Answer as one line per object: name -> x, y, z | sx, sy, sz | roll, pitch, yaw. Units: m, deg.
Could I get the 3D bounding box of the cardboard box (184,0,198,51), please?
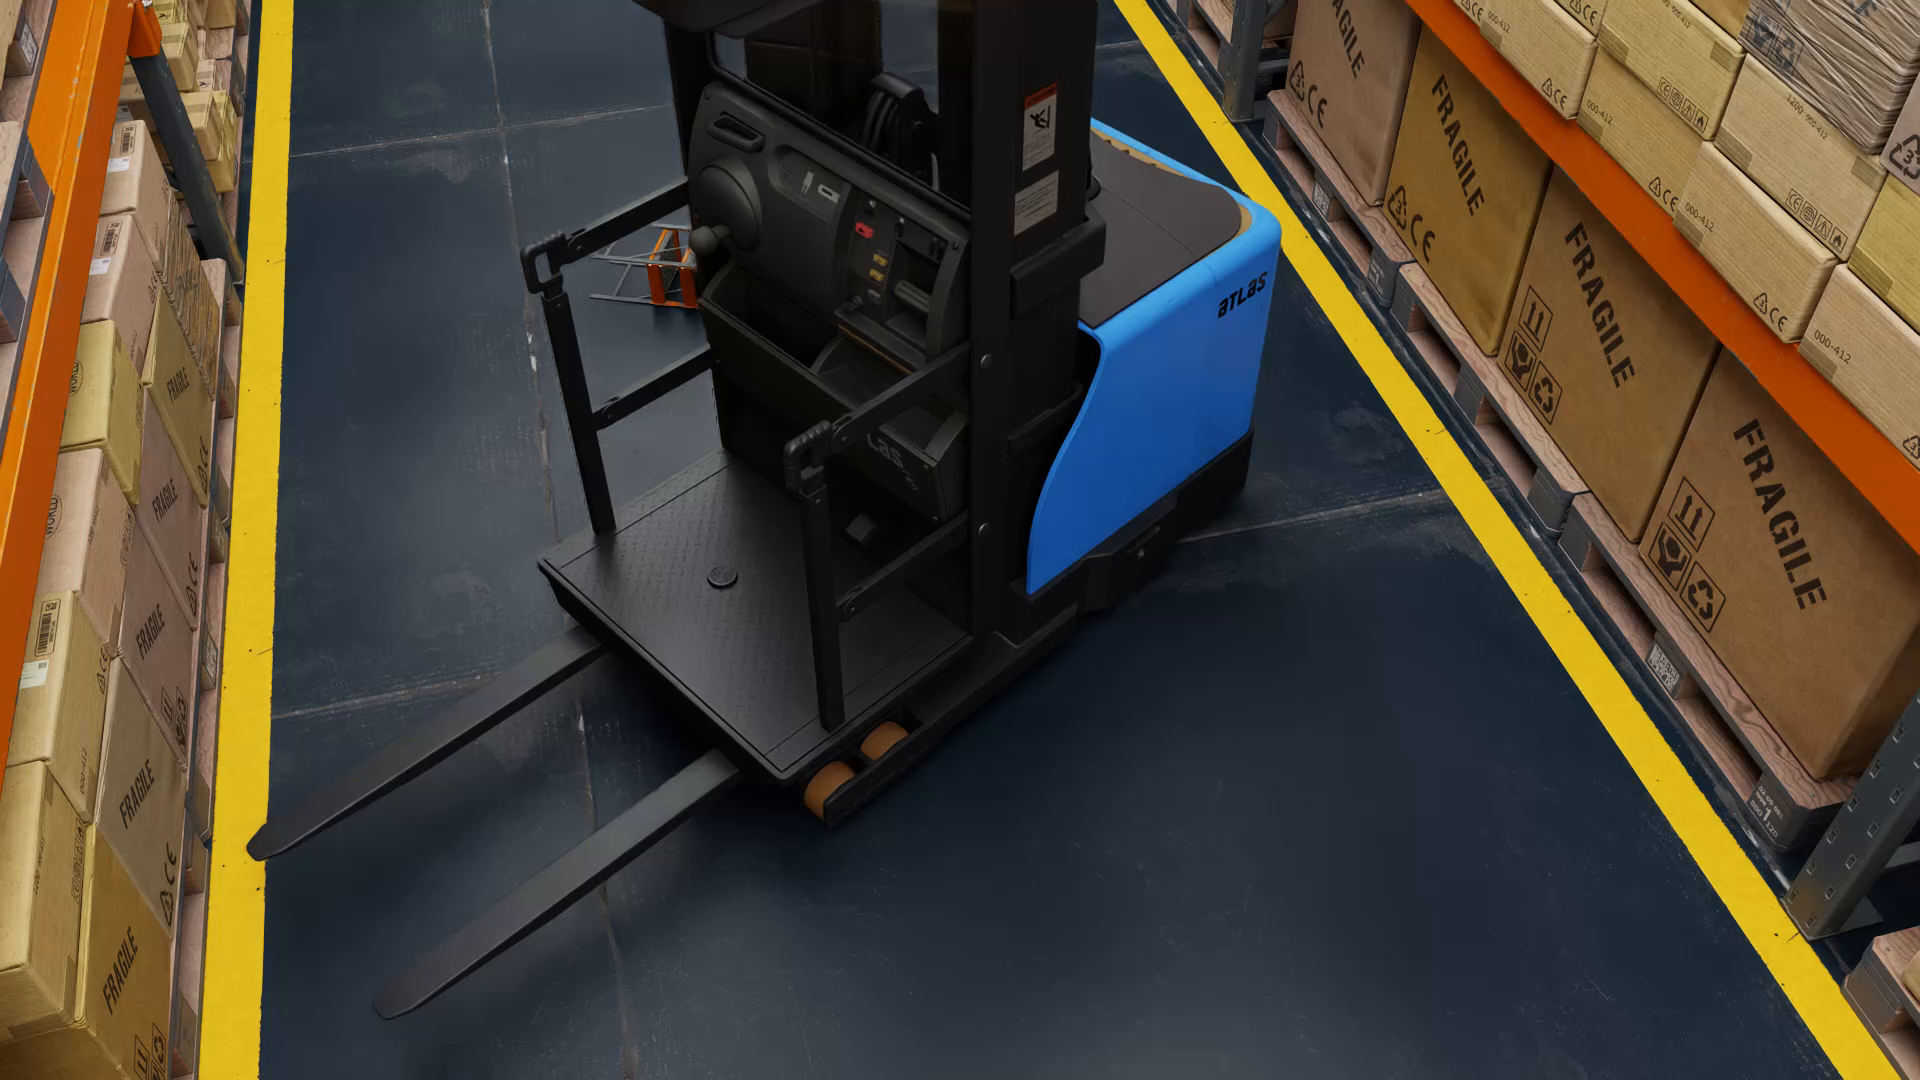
cardboard box -> -3.255, -2.012, 6.615 | 0.380, 0.149, 0.250 | -13, 47, -12

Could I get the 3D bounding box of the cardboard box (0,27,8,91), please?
cardboard box -> -2.670, -1.239, 4.246 | 0.380, 0.149, 0.250 | -13, 47, -12

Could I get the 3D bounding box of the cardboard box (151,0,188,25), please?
cardboard box -> -3.170, -1.942, 6.339 | 0.380, 0.149, 0.250 | -11, 47, -11

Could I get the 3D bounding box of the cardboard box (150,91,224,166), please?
cardboard box -> -2.940, -1.505, 6.118 | 0.380, 0.149, 0.250 | -9, 46, -8

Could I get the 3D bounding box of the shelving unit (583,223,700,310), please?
shelving unit -> -0.750, -0.971, 6.065 | 1.200, 0.189, 0.258 | 7, 46, 7

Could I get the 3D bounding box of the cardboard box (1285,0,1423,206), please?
cardboard box -> 1.839, -1.907, 6.213 | 0.875, 0.875, 0.875 | -9, 46, -9

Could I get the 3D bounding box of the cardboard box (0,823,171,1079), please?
cardboard box -> -2.067, 1.012, 3.614 | 0.500, 0.500, 0.500 | -13, 47, -12

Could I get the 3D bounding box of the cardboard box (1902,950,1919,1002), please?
cardboard box -> 2.762, 1.009, 3.707 | 0.950, 0.372, 0.625 | -14, 47, -13

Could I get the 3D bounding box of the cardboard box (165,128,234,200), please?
cardboard box -> -2.939, -1.402, 6.226 | 0.380, 0.149, 0.250 | -13, 47, -12

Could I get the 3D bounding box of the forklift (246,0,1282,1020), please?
forklift -> -0.486, -0.685, 3.869 | 3.031, 2.935, 1.130 | -35, 55, -29

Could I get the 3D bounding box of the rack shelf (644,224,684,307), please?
rack shelf -> -1.061, -1.008, 6.103 | 0.103, 0.180, 0.258 | 7, 46, 7

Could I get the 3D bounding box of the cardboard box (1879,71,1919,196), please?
cardboard box -> 2.242, -0.850, 3.213 | 0.500, 0.500, 0.500 | -12, 47, -11

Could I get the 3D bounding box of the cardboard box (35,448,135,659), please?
cardboard box -> -2.319, 0.070, 4.012 | 0.500, 0.250, 0.500 | -10, 46, -10

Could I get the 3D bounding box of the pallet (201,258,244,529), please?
pallet -> -2.955, -0.429, 5.523 | 1.003, 0.211, 1.213 | -11, 47, -10

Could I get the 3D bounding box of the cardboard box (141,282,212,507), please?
cardboard box -> -2.592, -0.396, 4.994 | 0.500, 0.500, 0.500 | -12, 47, -11

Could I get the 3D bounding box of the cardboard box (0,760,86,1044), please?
cardboard box -> -2.075, 0.764, 3.332 | 0.500, 0.250, 0.500 | -13, 47, -12

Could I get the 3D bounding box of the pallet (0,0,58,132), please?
pallet -> -3.101, -1.321, 4.579 | 1.003, 0.211, 1.213 | -11, 47, -10

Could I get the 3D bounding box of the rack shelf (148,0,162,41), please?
rack shelf -> -3.668, -3.072, 6.664 | 1.077, 0.370, 4.000 | -11, 47, -10

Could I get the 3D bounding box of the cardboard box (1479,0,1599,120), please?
cardboard box -> 1.829, -1.452, 4.678 | 0.500, 0.250, 0.500 | -11, 47, -11

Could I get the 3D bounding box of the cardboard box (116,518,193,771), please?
cardboard box -> -2.335, 0.312, 4.300 | 0.500, 0.500, 0.500 | -12, 47, -11

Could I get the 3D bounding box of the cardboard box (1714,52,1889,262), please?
cardboard box -> 2.123, -0.920, 3.806 | 0.500, 0.250, 0.500 | -12, 47, -11

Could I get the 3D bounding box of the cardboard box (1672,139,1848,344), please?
cardboard box -> 2.101, -0.755, 3.995 | 0.500, 0.250, 0.500 | -10, 46, -10

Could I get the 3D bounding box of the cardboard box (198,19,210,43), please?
cardboard box -> -3.337, -2.093, 6.903 | 0.380, 0.149, 0.250 | -13, 47, -12

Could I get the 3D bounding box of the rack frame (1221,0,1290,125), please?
rack frame -> 1.603, -2.918, 6.009 | 1.000, 3.000, 0.127 | -11, 47, -10

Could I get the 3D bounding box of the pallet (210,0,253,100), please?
pallet -> -3.678, -2.268, 7.325 | 1.003, 0.211, 1.213 | -11, 47, -10

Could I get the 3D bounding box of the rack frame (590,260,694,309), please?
rack frame -> -0.750, -0.907, 6.130 | 1.200, 0.006, 0.240 | 7, 46, 7

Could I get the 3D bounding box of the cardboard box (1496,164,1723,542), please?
cardboard box -> 2.306, -0.668, 4.998 | 0.875, 0.875, 0.875 | -10, 46, -10

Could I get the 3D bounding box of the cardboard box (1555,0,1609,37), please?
cardboard box -> 1.839, -1.628, 4.500 | 0.500, 0.250, 0.500 | -12, 47, -12

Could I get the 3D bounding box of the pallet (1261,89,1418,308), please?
pallet -> 1.874, -1.423, 6.496 | 1.003, 0.211, 1.213 | -11, 47, -10

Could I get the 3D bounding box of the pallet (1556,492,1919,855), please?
pallet -> 2.498, 0.262, 4.845 | 1.003, 0.211, 1.213 | -11, 47, -10

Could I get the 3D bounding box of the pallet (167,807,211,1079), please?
pallet -> -2.331, 1.255, 3.872 | 1.003, 0.211, 1.213 | -11, 47, -10

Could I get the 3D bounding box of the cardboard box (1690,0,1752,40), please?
cardboard box -> 1.982, -1.547, 3.896 | 0.500, 0.500, 0.500 | -11, 47, -10

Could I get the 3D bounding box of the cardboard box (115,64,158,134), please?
cardboard box -> -3.044, -1.576, 5.980 | 0.380, 0.149, 0.250 | -9, 46, -9

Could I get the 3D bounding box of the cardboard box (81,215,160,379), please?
cardboard box -> -2.602, -0.652, 4.720 | 0.500, 0.250, 0.500 | -9, 46, -8

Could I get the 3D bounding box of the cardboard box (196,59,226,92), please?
cardboard box -> -3.121, -1.748, 6.565 | 0.380, 0.149, 0.250 | -11, 47, -11
